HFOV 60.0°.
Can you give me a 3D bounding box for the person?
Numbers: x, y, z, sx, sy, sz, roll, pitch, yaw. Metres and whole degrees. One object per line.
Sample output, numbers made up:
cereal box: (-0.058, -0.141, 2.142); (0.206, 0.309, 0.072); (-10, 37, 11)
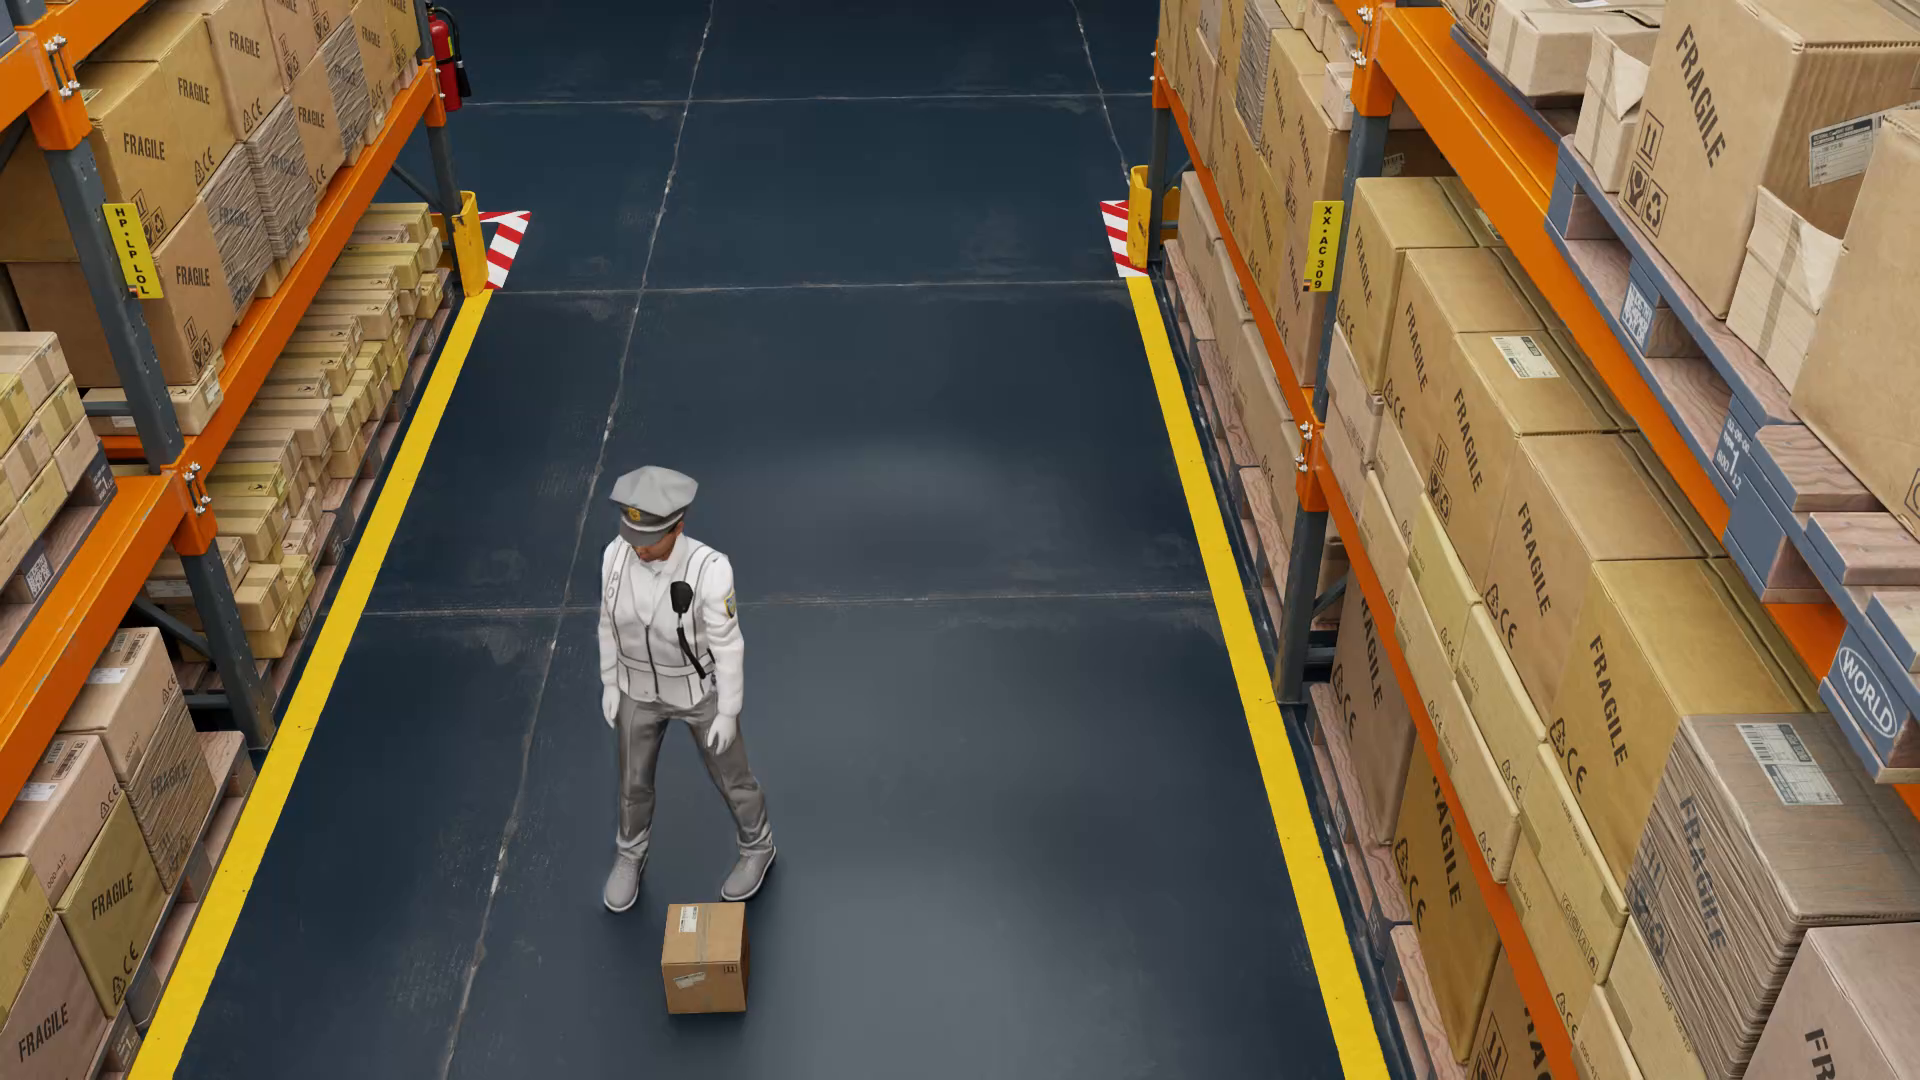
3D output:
person: (-0.956, 0.526, 5.398); (0.538, 1.674, 0.413); (8, 36, 11)
